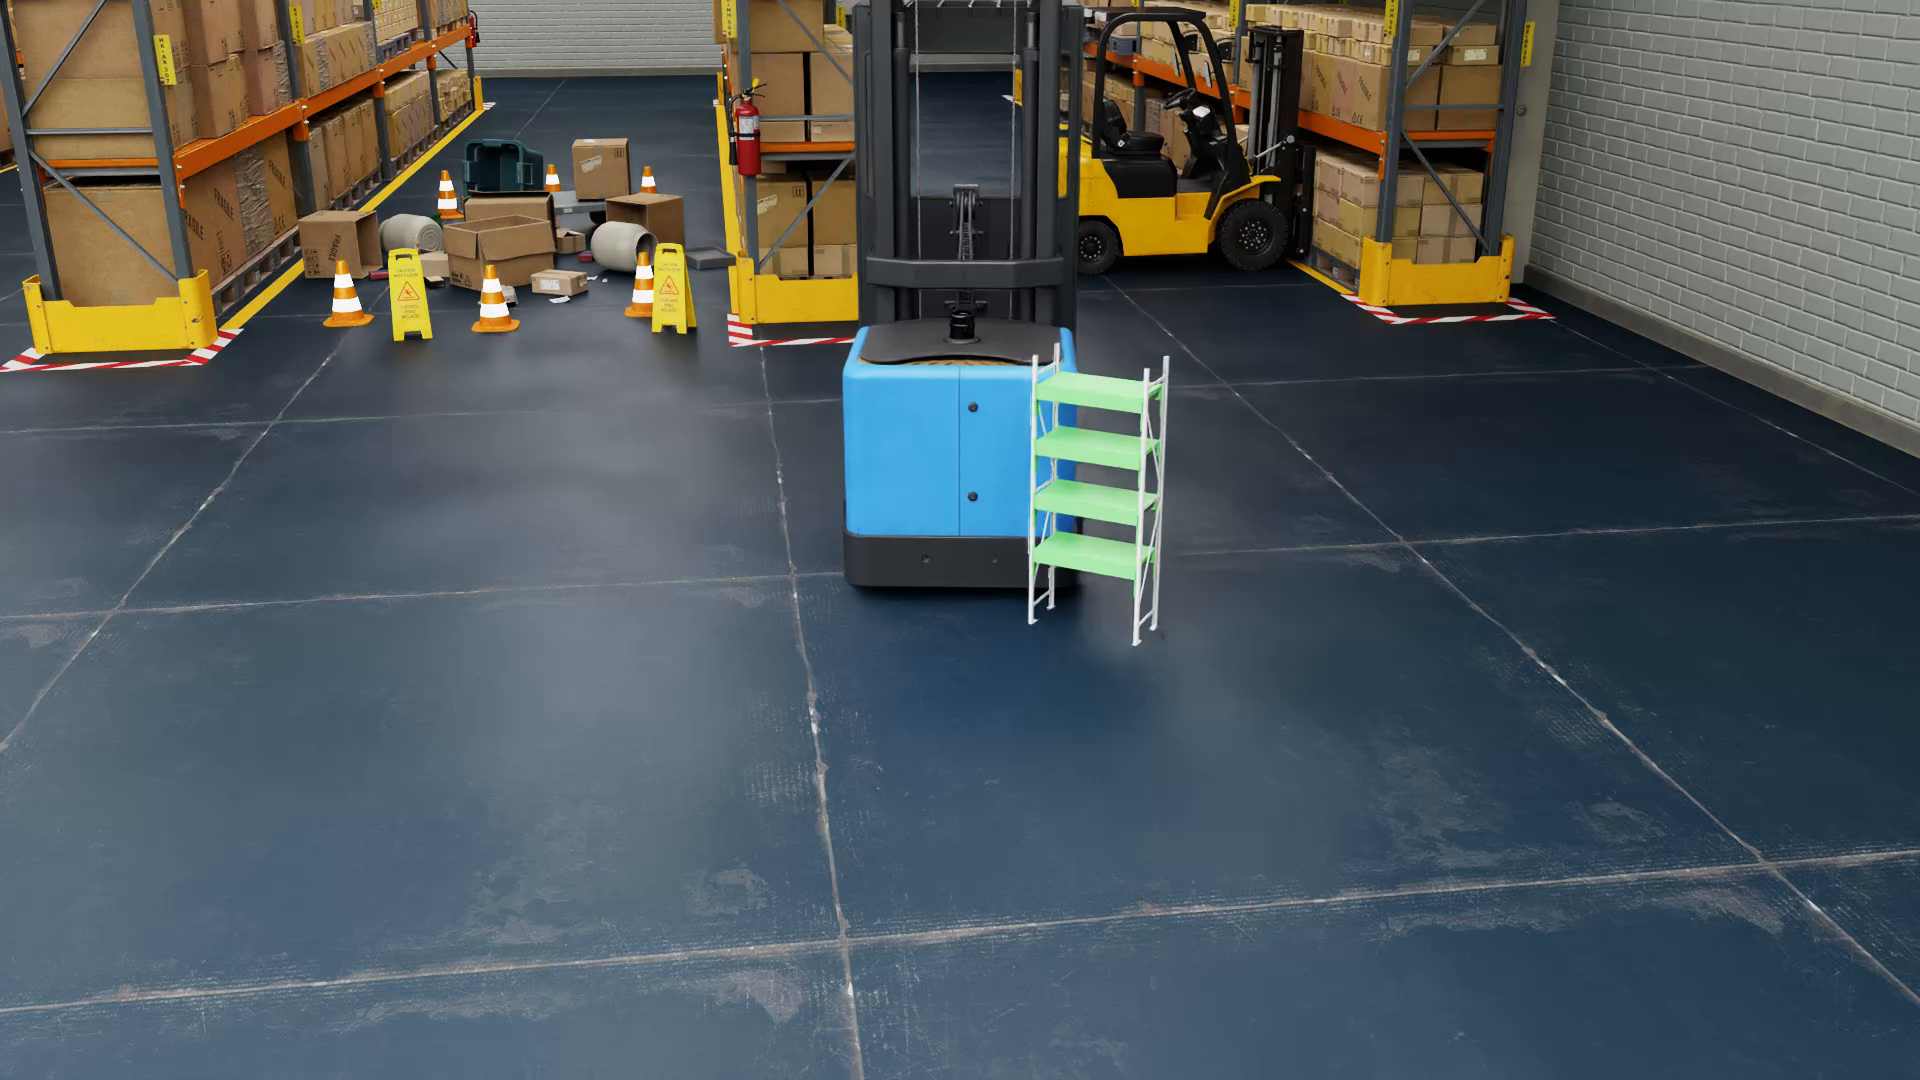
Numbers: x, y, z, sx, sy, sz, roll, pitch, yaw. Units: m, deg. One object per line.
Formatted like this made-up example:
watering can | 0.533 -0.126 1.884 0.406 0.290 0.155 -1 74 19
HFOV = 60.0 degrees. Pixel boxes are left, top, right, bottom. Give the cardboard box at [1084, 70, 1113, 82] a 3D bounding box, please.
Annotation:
cardboard box | 1.984 -6.605 23.660 0.380 0.149 0.250 -3 21 -9

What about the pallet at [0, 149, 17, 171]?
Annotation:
pallet | -12.273 -4.761 20.662 1.003 0.211 1.213 -3 21 -8

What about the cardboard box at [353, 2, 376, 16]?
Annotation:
cardboard box | -7.055 -6.205 19.450 0.380 0.149 0.250 -3 21 -9

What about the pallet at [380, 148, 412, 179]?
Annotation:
pallet | -7.250 -4.549 20.093 1.003 0.211 1.213 -3 21 -8

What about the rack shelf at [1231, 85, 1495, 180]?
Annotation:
rack shelf | 3.521 -3.706 14.880 1.077 0.370 4.000 -3 21 -8

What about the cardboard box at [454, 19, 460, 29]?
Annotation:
cardboard box | -7.856 -7.877 25.377 0.380 0.149 0.250 -2 21 -6

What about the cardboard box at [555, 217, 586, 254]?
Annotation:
cardboard box | -3.685 -2.813 15.368 0.396 0.266 0.258 17 27 39

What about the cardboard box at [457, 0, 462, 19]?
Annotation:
cardboard box | -7.904 -8.219 25.367 0.500 0.500 0.500 -3 21 -9

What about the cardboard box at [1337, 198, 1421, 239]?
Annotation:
cardboard box | 3.430 -2.646 13.629 0.500 0.250 0.500 -3 21 -8

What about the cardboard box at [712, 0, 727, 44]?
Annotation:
cardboard box | -1.633 -4.266 13.355 0.700 0.500 0.500 -3 21 -8

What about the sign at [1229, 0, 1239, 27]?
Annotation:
sign | 2.697 -5.210 16.337 0.100 0.325 0.005 -3 21 -8

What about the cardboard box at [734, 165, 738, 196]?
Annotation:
cardboard box | -1.861 -3.526 15.627 0.500 0.500 0.500 -2 21 -5

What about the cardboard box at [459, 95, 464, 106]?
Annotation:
cardboard box | -7.773 -6.694 25.326 0.380 0.149 0.250 -4 21 -10

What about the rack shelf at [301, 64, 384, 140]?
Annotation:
rack shelf | -6.851 -4.555 17.152 1.077 0.370 4.000 -3 21 -8

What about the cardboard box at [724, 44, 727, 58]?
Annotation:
cardboard box | -2.585 -5.961 20.102 0.500 0.250 0.500 -4 21 -10

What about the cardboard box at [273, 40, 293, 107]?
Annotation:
cardboard box | -6.497 -4.142 14.806 0.875 0.550 0.550 -3 21 -8

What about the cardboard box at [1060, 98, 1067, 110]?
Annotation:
cardboard box | 1.709 -6.545 24.926 0.380 0.149 0.250 -4 21 -9

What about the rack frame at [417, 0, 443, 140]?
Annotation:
rack frame | -7.716 -6.969 22.588 1.000 3.000 0.127 -3 21 -8

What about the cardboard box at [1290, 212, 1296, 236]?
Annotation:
cardboard box | 3.206 -2.931 15.106 0.500 0.250 0.500 -2 21 -6

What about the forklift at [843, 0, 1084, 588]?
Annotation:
forklift | 0.045 -1.623 8.373 1.130 2.935 3.031 1 20 2

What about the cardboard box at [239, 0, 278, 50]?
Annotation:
cardboard box | -6.349 -4.461 14.116 0.875 0.550 0.550 -3 21 -8

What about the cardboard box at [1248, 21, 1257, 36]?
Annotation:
cardboard box | 3.018 -4.963 16.146 0.380 0.149 0.250 -3 21 -9

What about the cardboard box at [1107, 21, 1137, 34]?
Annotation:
cardboard box | 2.184 -6.596 21.203 0.500 0.250 0.500 -4 21 -10

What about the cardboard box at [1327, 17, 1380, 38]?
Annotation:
cardboard box | 3.309 -4.302 13.951 0.380 0.149 0.250 -2 21 -6

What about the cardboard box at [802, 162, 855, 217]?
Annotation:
cardboard box | -1.028 -2.841 13.794 0.500 0.500 0.500 -4 21 -10

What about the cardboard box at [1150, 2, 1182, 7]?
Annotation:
cardboard box | 2.450 -6.254 19.603 0.380 0.149 0.250 -2 21 -7

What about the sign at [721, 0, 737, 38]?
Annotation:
sign | -1.654 -3.768 11.912 0.100 0.325 0.005 -3 21 -8

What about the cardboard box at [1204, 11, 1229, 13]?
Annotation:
cardboard box | 2.781 -5.547 17.712 0.380 0.149 0.250 -3 21 -9

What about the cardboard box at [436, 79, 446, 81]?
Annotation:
cardboard box | -7.764 -6.694 24.475 0.380 0.149 0.250 -4 21 -10

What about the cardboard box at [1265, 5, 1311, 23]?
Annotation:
cardboard box | 3.130 -5.015 15.862 0.380 0.149 0.250 -3 21 -7

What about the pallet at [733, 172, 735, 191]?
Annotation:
pallet | -1.971 -3.870 18.277 1.003 0.211 1.213 -3 21 -8

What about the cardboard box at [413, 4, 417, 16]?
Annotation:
cardboard box | -7.463 -7.060 22.165 0.380 0.149 0.250 -2 21 -6

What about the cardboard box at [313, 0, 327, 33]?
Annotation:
cardboard box | -6.860 -5.414 16.853 0.700 0.500 0.500 -3 21 -8

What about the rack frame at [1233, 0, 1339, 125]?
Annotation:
rack frame | 3.233 -4.736 16.608 1.000 3.000 0.127 -3 21 -8

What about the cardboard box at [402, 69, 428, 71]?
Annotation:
cardboard box | -8.553 -7.295 26.086 0.380 0.149 0.250 -4 21 -10

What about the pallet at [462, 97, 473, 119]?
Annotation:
pallet | -8.199 -6.738 25.956 1.003 0.211 1.213 -3 21 -8

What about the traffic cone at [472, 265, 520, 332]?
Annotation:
traffic cone | -3.490 -1.821 12.430 0.336 0.463 0.334 -3 21 -8

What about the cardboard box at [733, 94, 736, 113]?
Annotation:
cardboard box | -1.776 -3.798 14.456 0.380 0.149 0.250 -3 21 -7

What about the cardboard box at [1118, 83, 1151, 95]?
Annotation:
cardboard box | 2.277 -5.888 21.740 0.380 0.149 0.250 -2 21 -6

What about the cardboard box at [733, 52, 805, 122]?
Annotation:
cardboard box | -1.453 -3.459 12.623 0.500 0.500 0.500 -3 21 -9

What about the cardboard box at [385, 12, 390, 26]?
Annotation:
cardboard box | -7.165 -6.340 20.237 0.380 0.149 0.250 -3 21 -8

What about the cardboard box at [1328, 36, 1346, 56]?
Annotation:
cardboard box | 3.329 -4.164 14.007 0.380 0.149 0.250 -4 21 -10

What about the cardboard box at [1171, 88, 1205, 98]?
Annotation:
cardboard box | 2.889 -5.646 21.092 0.380 0.149 0.250 -2 21 -5

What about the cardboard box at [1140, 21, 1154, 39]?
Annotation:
cardboard box | 2.454 -6.117 19.807 0.500 0.250 0.500 -3 21 -8

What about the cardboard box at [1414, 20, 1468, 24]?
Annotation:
cardboard box | 3.916 -4.151 13.547 0.380 0.149 0.250 -3 21 -7

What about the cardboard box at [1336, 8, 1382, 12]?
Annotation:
cardboard box | 3.722 -4.867 15.465 0.380 0.149 0.250 -3 21 -9

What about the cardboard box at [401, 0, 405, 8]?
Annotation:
cardboard box | -7.352 -6.924 21.377 0.380 0.149 0.250 -3 21 -8

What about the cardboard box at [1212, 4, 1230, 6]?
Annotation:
cardboard box | 3.133 -6.110 19.217 0.380 0.149 0.250 -3 21 -9

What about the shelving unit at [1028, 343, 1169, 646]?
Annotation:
shelving unit | 0.576 -0.191 7.013 0.503 1.200 0.258 10 23 25

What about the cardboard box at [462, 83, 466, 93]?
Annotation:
cardboard box | -7.857 -7.006 25.737 0.380 0.149 0.250 -4 21 -10

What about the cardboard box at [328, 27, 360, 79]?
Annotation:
cardboard box | -6.666 -5.143 17.555 0.500 0.500 0.500 -3 21 -9

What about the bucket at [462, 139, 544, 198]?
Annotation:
bucket | -4.261 -3.447 15.664 0.726 0.611 0.620 4 11 11

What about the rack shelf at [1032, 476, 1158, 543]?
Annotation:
rack shelf | 0.576 -0.131 7.035 0.480 0.148 0.258 10 23 25

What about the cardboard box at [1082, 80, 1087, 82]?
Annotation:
cardboard box | 1.927 -6.352 23.909 0.500 0.500 0.500 -2 21 -5

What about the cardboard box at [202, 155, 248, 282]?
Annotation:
cardboard box | -6.278 -2.552 13.198 0.875 0.875 0.875 -3 21 -9

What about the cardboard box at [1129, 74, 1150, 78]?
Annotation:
cardboard box | 2.554 -6.362 23.009 0.380 0.149 0.250 -2 21 -6

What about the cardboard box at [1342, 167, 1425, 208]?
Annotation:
cardboard box | 3.434 -2.871 13.518 0.500 0.250 0.500 -2 21 -6

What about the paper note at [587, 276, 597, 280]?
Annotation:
paper note | -3.182 -2.231 14.163 0.148 0.019 0.142 4 21 11

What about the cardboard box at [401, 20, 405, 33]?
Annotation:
cardboard box | -7.309 -6.562 21.256 0.380 0.149 0.250 -4 21 -10
